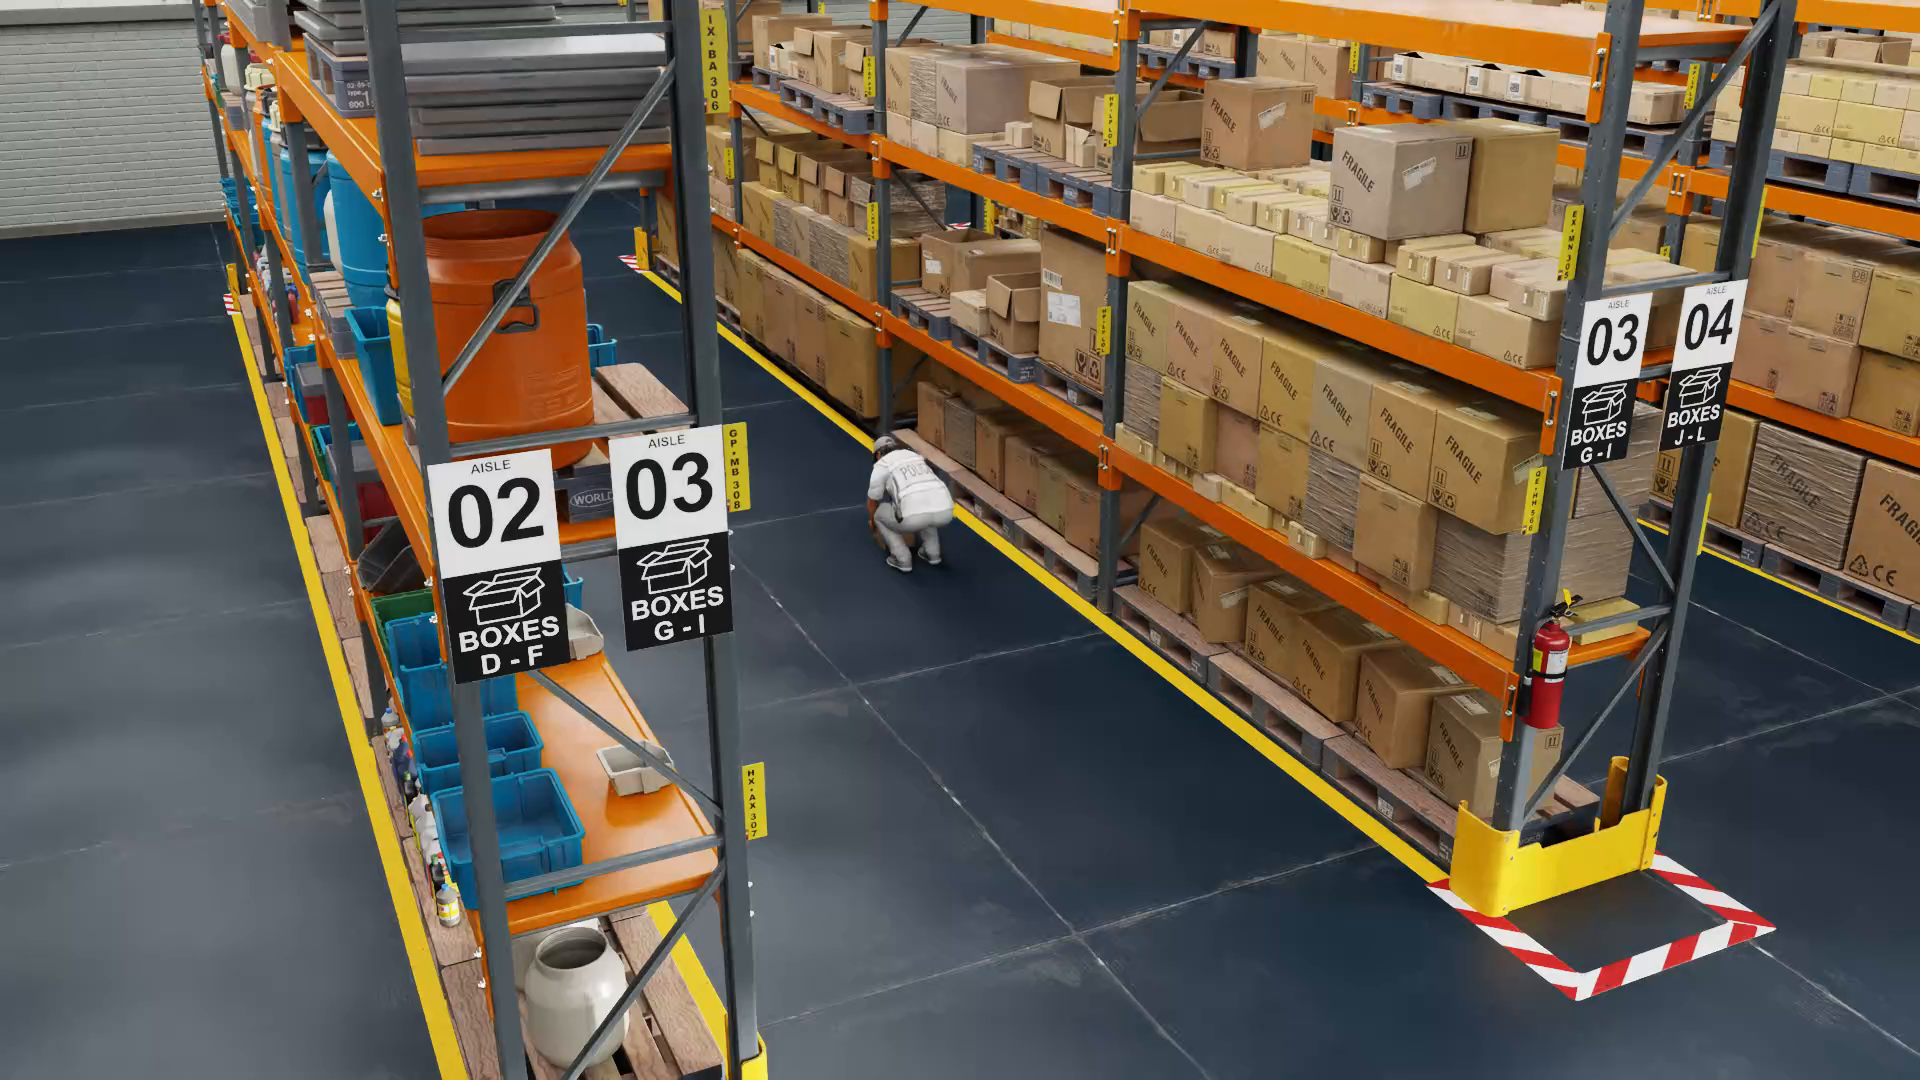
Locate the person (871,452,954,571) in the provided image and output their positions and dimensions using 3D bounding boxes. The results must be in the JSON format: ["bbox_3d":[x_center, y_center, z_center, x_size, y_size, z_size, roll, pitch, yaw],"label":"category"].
[{"bbox_3d":[-0.403,-0.193,12.721,0.520,0.811,0.886,-10,24,-24],"label":"person"}]
